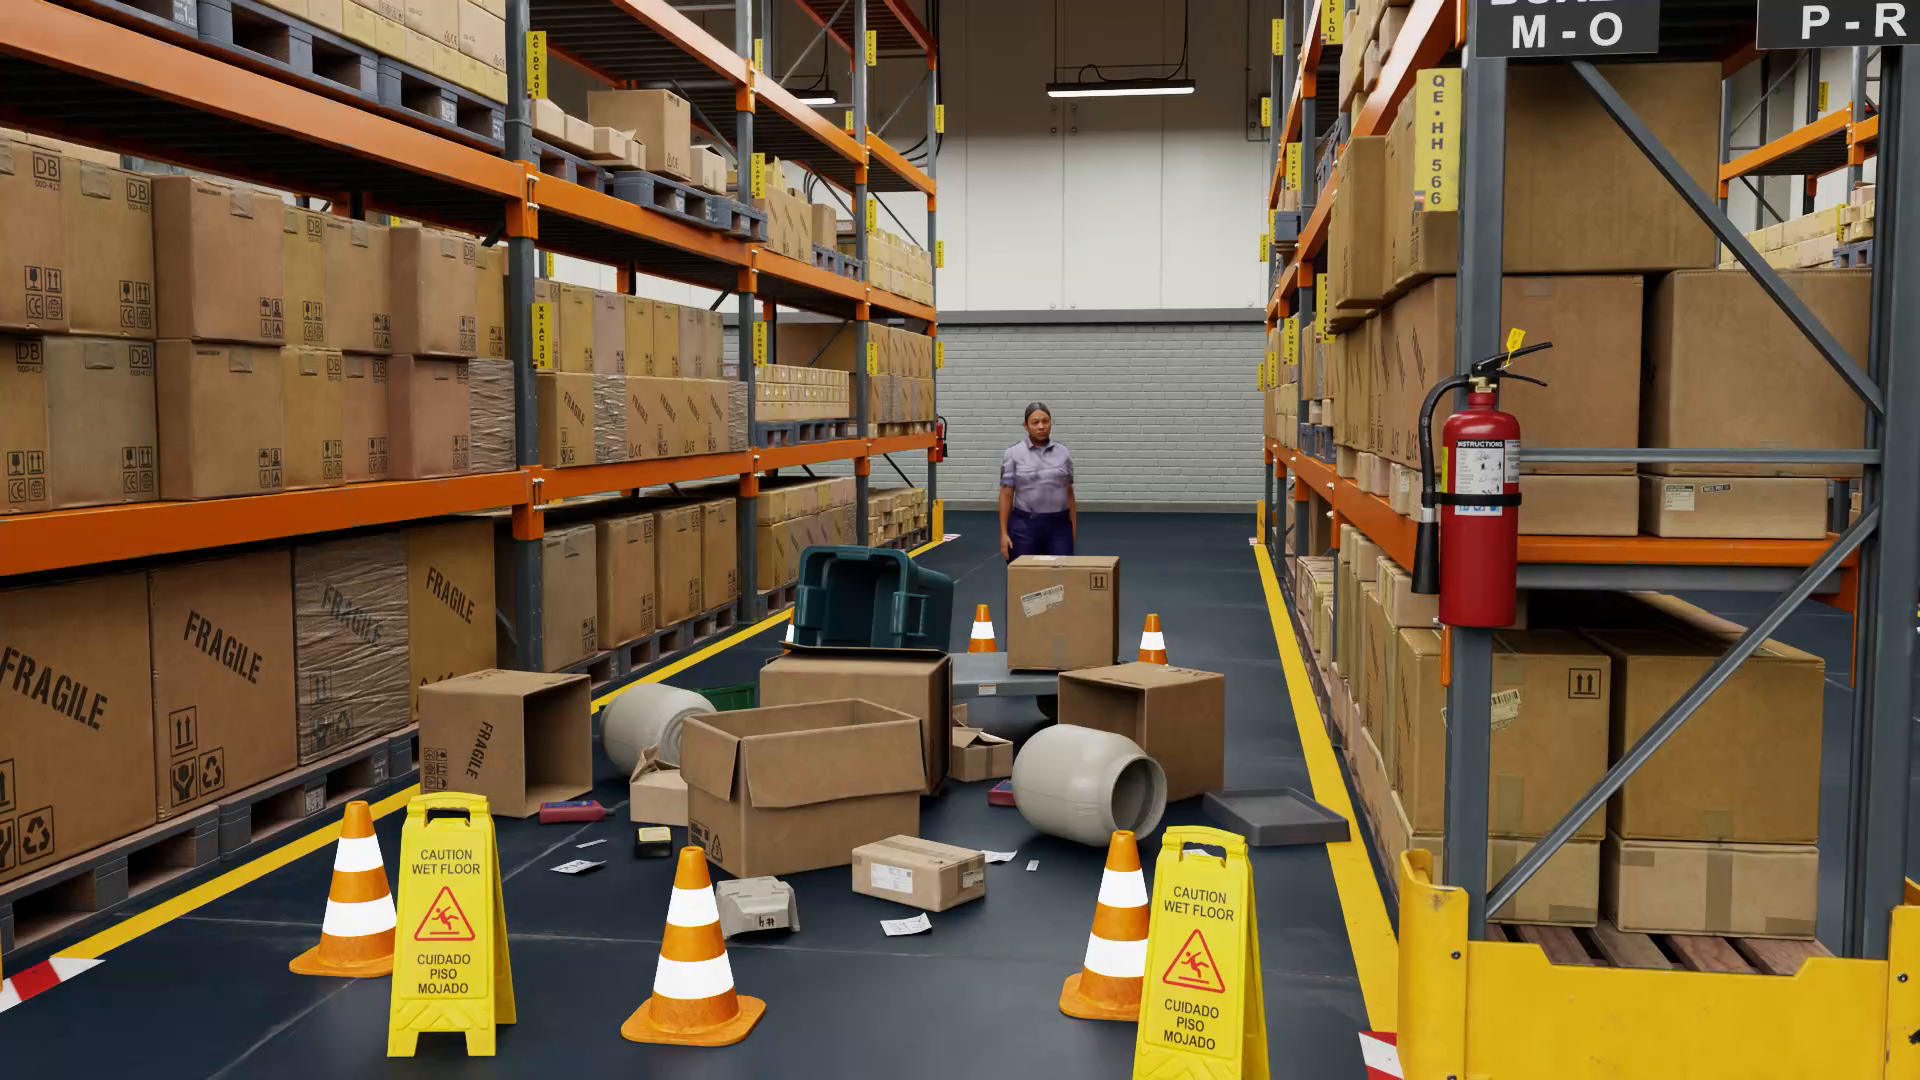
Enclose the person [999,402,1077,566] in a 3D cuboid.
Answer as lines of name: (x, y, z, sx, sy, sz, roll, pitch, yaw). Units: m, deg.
person: (0.510, -0.023, 10.201, 0.493, 1.644, 0.551, -1, 5, -11)
